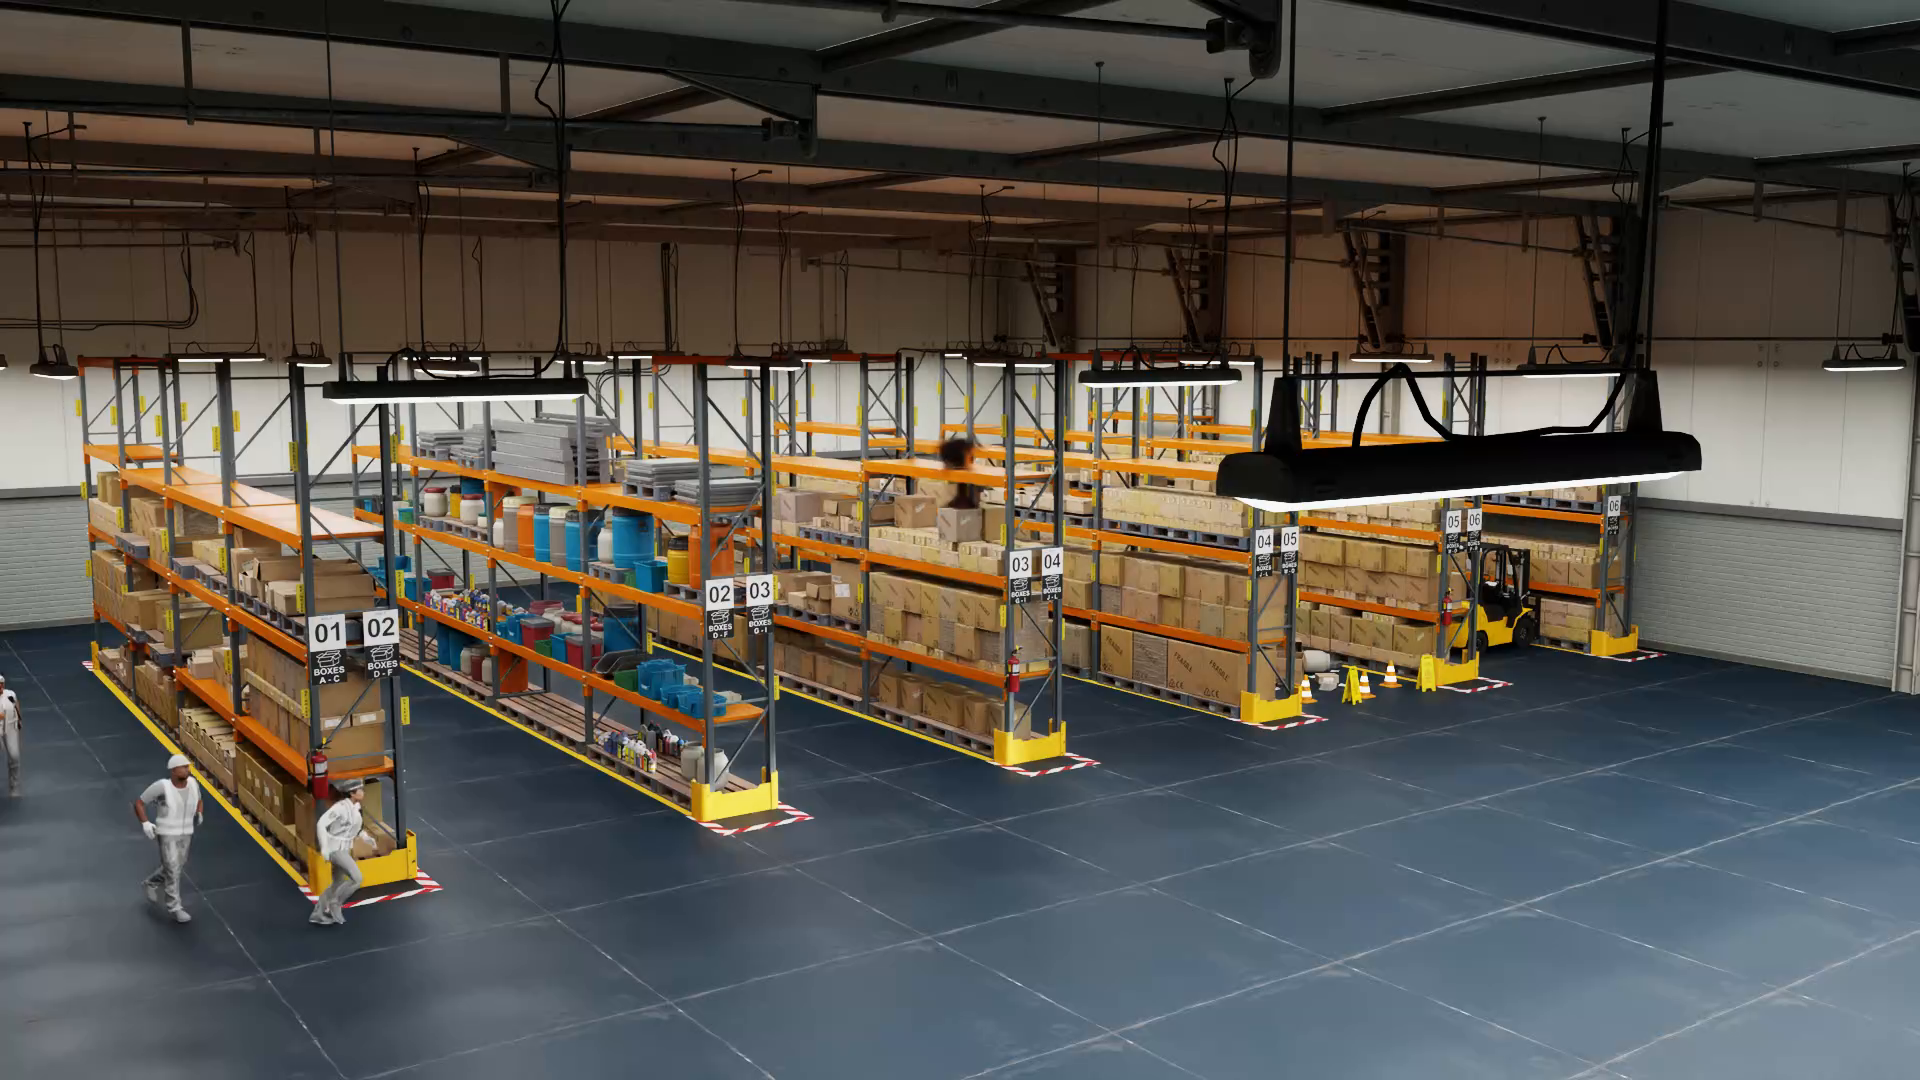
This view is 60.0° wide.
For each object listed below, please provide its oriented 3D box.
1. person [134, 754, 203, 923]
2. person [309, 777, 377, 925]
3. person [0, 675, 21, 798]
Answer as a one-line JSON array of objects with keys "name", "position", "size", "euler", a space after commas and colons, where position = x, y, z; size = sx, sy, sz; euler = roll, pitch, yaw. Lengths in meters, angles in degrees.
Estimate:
[{"name": "person", "position": [-8.670, 3.234, 18.340], "size": [0.964, 1.737, 0.740], "euler": [4, 8, 29]}, {"name": "person", "position": [-6.725, 3.368, 18.082], "size": [0.694, 1.587, 0.640], "euler": [0, 7, 3]}, {"name": "person", "position": [-13.346, 2.710, 23.125], "size": [0.556, 1.724, 0.826], "euler": [-6, 9, -39]}]
